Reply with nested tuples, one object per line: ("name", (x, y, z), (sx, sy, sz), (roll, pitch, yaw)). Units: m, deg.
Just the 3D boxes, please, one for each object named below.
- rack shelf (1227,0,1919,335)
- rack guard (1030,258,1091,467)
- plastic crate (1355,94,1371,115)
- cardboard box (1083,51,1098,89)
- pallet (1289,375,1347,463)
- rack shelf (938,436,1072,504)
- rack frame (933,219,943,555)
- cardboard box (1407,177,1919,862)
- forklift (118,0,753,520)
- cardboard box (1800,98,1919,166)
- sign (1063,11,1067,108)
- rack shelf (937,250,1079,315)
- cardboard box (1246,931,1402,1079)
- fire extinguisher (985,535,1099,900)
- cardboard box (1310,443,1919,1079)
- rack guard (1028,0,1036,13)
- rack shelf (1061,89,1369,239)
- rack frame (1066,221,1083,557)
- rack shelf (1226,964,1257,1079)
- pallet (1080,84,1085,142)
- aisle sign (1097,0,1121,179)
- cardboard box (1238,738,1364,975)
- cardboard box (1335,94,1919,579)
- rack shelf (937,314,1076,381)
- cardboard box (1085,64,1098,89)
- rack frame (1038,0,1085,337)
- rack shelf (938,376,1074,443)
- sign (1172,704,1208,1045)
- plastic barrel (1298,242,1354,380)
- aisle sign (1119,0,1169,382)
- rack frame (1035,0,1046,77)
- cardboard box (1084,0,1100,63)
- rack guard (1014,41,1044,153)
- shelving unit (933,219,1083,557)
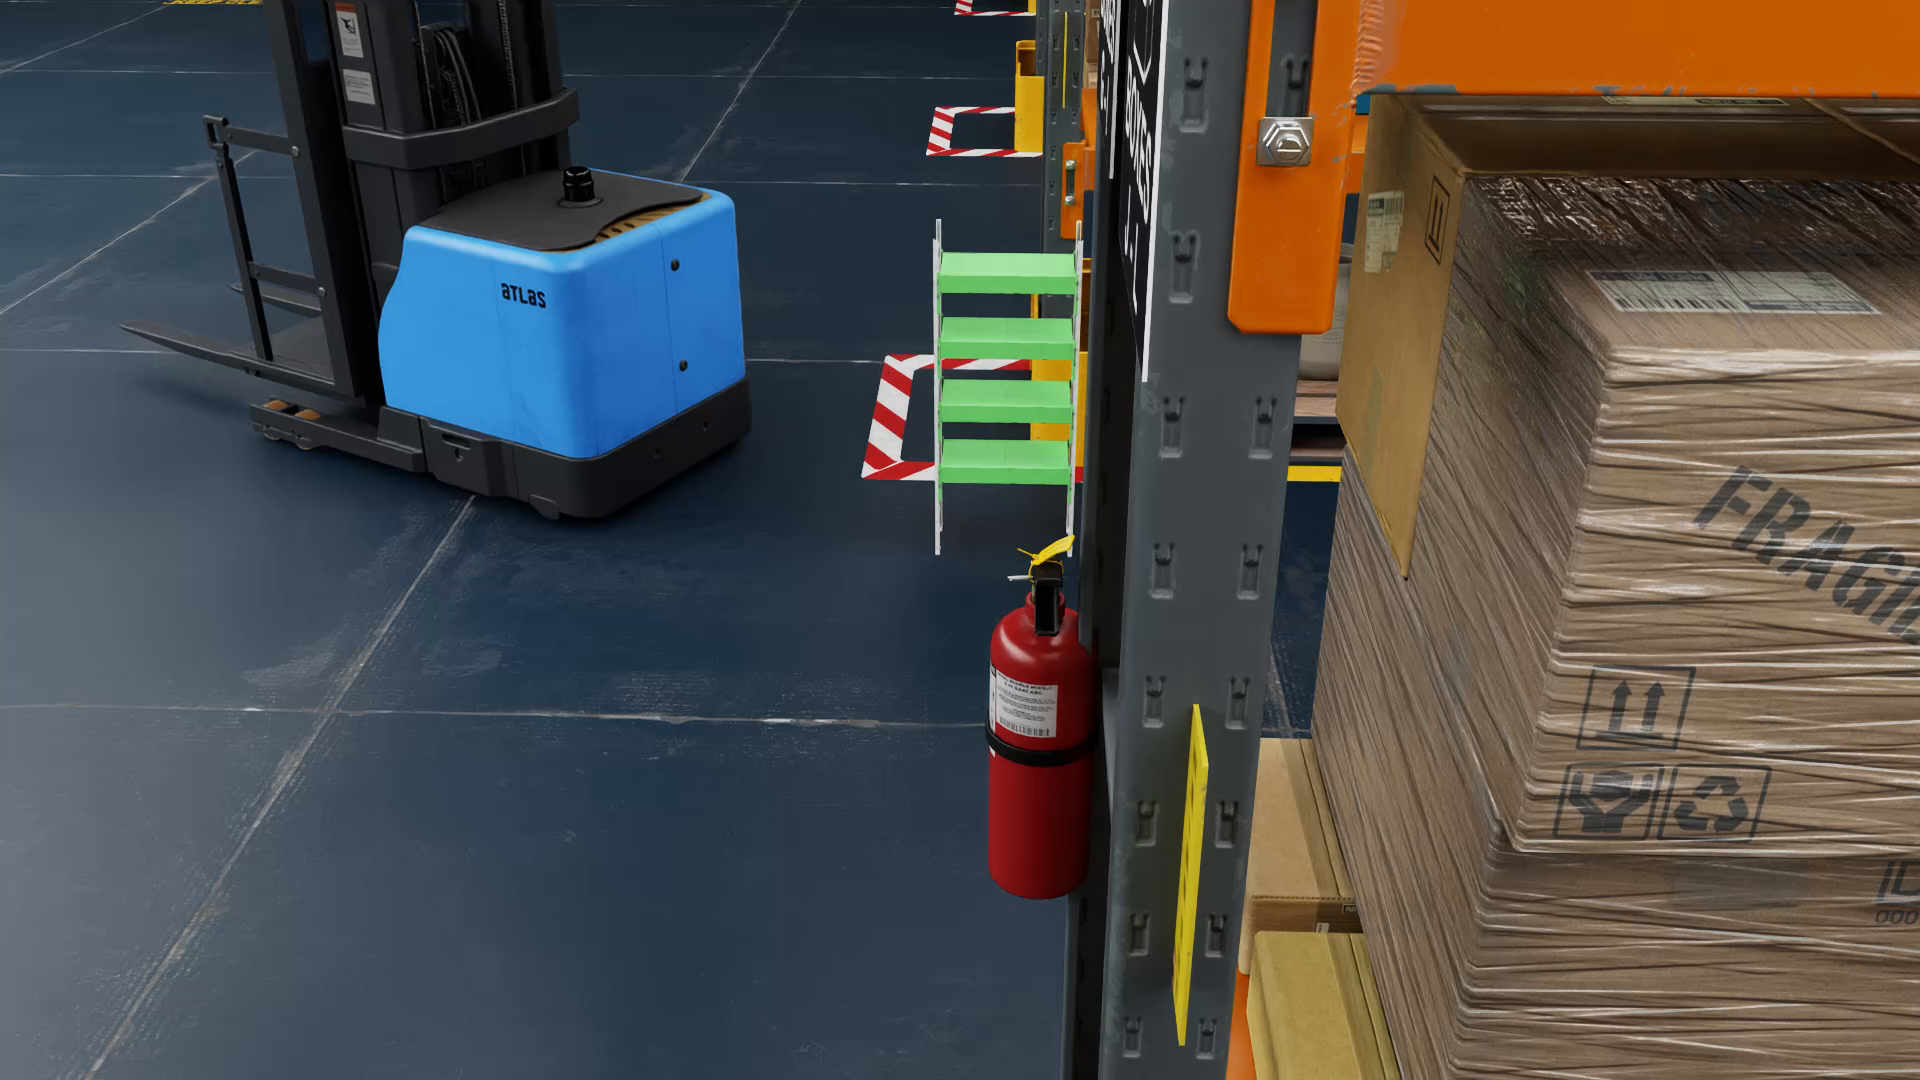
("rack shelf", (2.229, -0.534, 1.621), (4.000, 0.370, 1.077), (1, 28, 2))
("rack guard", (0.482, -0.795, 7.215), (0.348, 0.500, 1.175), (1, 28, 2))
("plastic crate", (1.564, -1.931, 6.849), (0.408, 0.251, 0.499), (1, 28, 2))
("cardboard box", (1.130, -3.297, 11.754), (0.500, 0.250, 0.500), (1, 28, 2))
("pallet", (1.294, -0.651, 7.253), (1.213, 0.211, 1.003), (1, 28, 2))
("rack shelf", (0.165, -0.259, 6.106), (0.480, 0.148, 0.258), (1, 28, 2))
("rack frame", (-0.078, -0.531, 5.971), (0.015, 1.200, 0.240), (1, 28, 2))
("cardboard box", (0.770, -0.041, 1.632), (0.500, 0.500, 0.500), (1, 28, 2))
("forklift", (-2.403, -1.867, 6.642), (3.031, 2.935, 1.130), (15, 32, 27))
("cardboard box", (1.288, -0.278, 2.080), (0.500, 0.500, 0.500), (1, 28, 2))
("sign", (0.381, -1.743, 6.040), (0.005, 0.325, 0.100), (1, 28, 2))
("rack shelf", (0.165, -0.895, 5.769), (0.480, 0.148, 0.258), (1, 28, 2))
("cardboard box", (0.506, 0.667, 2.056), (0.250, 0.149, 0.380), (1, 28, 2))
("fire extinguisher", (0.132, 0.257, 2.646), (0.183, 0.674, 0.296), (1, 28, 2))
("cardboard box", (0.779, 0.287, 2.083), (0.500, 0.500, 0.875), (1, 28, 2))
("rack guard", (0.830, -5.410, 15.921), (0.348, 0.500, 1.175), (1, 28, 2))
("rack shelf", (2.403, -1.527, 6.697), (4.000, 0.370, 1.077), (1, 28, 2))
("rack frame", (0.409, -0.523, 5.956), (0.015, 1.200, 0.240), (1, 28, 2))
("rack shelf", (2.229, 0.791, 2.323), (4.000, 0.370, 1.077), (1, 28, 2))
("pallet", (1.349, -2.972, 11.630), (1.213, 0.211, 1.003), (1, 28, 2))
("aisle sign", (0.179, -0.850, 1.875), (0.004, 0.787, 0.394), (1, 28, 2))
("cardboard box", (0.522, 0.459, 2.449), (0.250, 0.149, 0.380), (1, 28, 2))
("cardboard box", (0.788, -0.284, 2.091), (0.500, 0.500, 0.500), (1, 28, 2))
("rack shelf", (0.165, -0.683, 5.881), (0.480, 0.148, 0.258), (1, 28, 2))
("cardboard box", (1.111, -3.054, 11.296), (0.500, 0.250, 0.500), (1, 28, 2))
("rack frame", (0.405, -1.878, 6.590), (0.127, 3.000, 1.000), (1, 28, 2))
("rack shelf", (0.165, -0.471, 5.994), (0.480, 0.148, 0.258), (1, 28, 2))
("sign", (0.211, 0.312, 1.535), (0.005, 0.325, 0.100), (1, 28, 2))
("plastic barrel", (1.566, -0.981, 7.106), (0.421, 0.512, 0.421), (0, 28, 0))
("aisle sign", (0.157, -0.569, 1.345), (0.004, 0.787, 0.394), (1, 28, 2))
("rack frame", (0.583, -4.197, 10.964), (0.127, 3.000, 1.000), (1, 28, 2))
("cardboard box", (1.130, -3.629, 11.580), (0.500, 0.500, 0.500), (1, 28, 2))
("rack guard", (0.559, -3.093, 11.550), (0.348, 0.500, 1.175), (1, 28, 2))
("shelving unit", (0.165, -0.527, 5.964), (0.503, 1.200, 0.258), (1, 28, 2))
